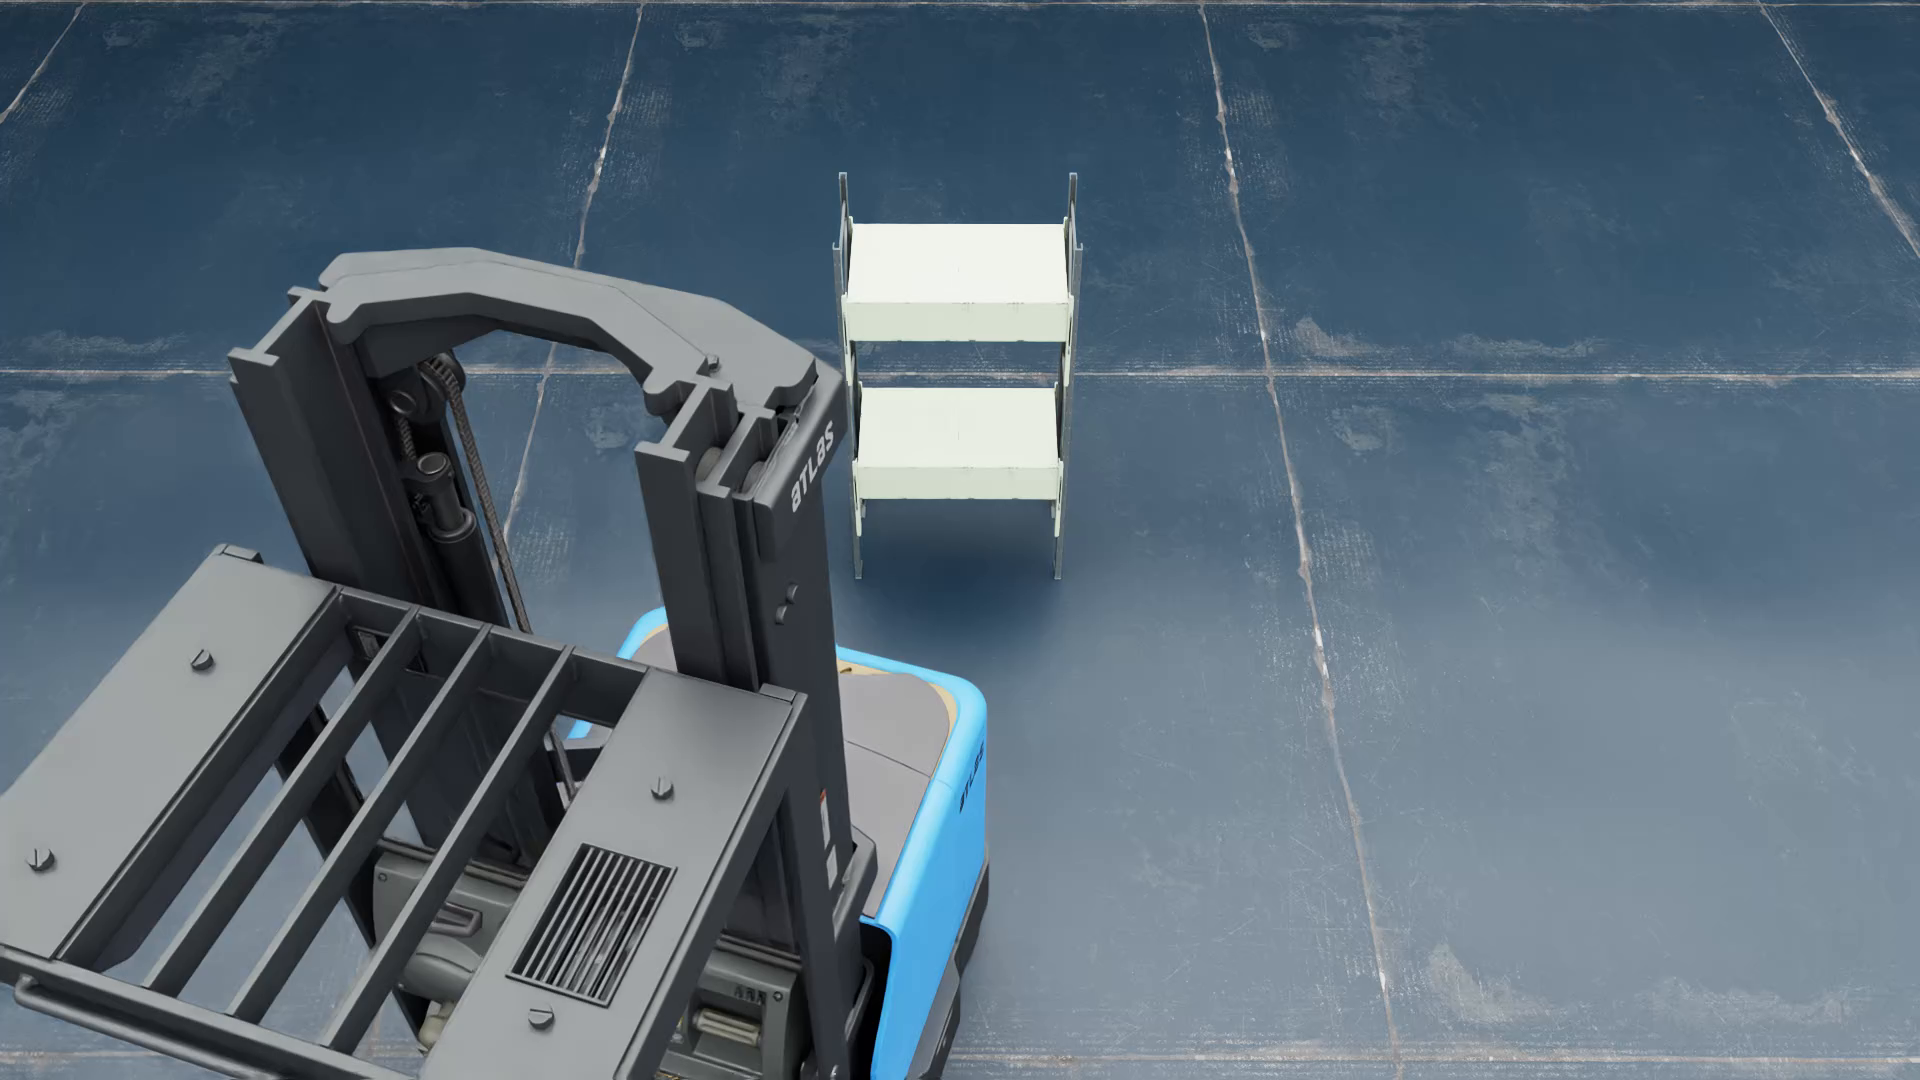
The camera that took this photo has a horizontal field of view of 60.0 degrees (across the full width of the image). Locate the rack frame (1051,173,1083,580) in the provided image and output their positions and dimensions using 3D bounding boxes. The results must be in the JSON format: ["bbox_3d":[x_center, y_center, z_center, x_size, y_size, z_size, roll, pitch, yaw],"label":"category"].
[{"bbox_3d":[0.359,-0.510,5.700,0.023,1.500,0.400,0,47,0],"label":"rack frame"}]

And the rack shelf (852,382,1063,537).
[{"bbox_3d":[-0.007,-0.289,5.940,0.720,0.370,0.431,0,47,0],"label":"rack shelf"}]

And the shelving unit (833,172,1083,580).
[{"bbox_3d":[-0.007,-0.511,5.701,0.755,1.500,0.431,0,47,0],"label":"shelving unit"}]

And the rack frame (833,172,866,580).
[{"bbox_3d":[-0.373,-0.512,5.702,0.023,1.500,0.400,0,47,0],"label":"rack frame"}]

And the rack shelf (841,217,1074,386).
[{"bbox_3d":[-0.007,-0.777,5.415,0.720,0.370,0.431,0,47,0],"label":"rack shelf"}]

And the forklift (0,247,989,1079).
[{"bbox_3d":[-0.847,1.036,3.284,1.130,2.935,3.031,13,48,12],"label":"forklift"}]
